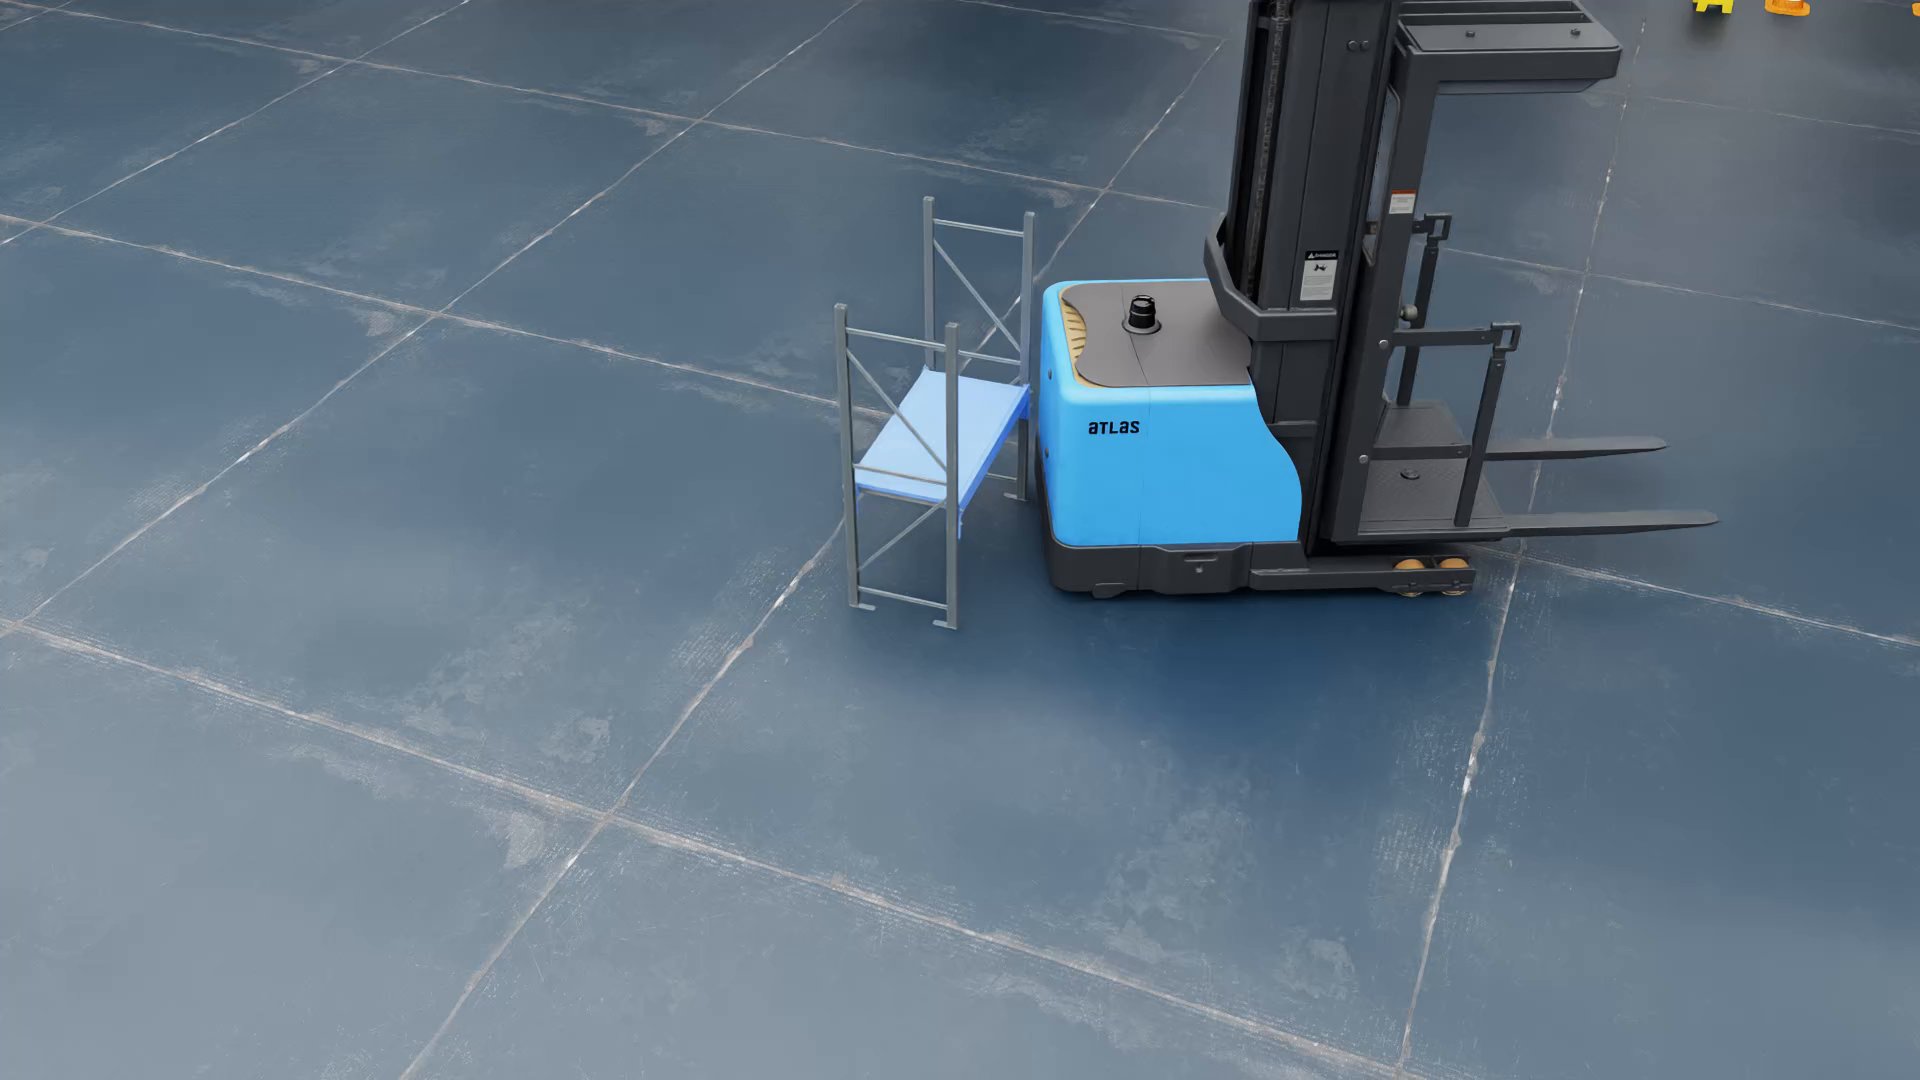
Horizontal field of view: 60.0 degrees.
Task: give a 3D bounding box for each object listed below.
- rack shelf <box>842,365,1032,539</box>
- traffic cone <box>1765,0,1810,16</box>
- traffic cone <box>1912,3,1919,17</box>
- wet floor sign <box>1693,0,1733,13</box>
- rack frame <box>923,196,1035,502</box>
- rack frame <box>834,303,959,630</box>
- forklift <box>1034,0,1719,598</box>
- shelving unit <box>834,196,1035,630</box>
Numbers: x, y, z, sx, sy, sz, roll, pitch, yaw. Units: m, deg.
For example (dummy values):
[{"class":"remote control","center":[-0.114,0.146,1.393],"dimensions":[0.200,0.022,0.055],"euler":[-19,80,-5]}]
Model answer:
[{"class":"rack shelf","center":[-0.083,-0.409,7.345],"dimensions":[0.538,0.185,1.000],"euler":[12,38,15]},{"class":"traffic cone","center":[6.737,-4.518,13.408],"dimensions":[0.336,0.463,0.334],"euler":[14,39,18]},{"class":"traffic cone","center":[7.893,-4.454,13.322],"dimensions":[0.336,0.463,0.334],"euler":[14,39,18]},{"class":"wet floor sign","center":[6.127,-4.599,13.364],"dimensions":[0.267,0.644,0.232],"euler":[7,37,10]},{"class":"rack frame","center":[0.081,-0.841,7.622],"dimensions":[0.500,1.500,0.032],"euler":[12,38,15]},{"class":"rack frame","center":[-0.247,-0.265,6.852],"dimensions":[0.500,1.500,0.032],"euler":[12,38,15]},{"class":"forklift","center":[1.894,-1.239,6.960],"dimensions":[3.031,2.935,1.130],"euler":[-2,37,-2]},{"class":"shelving unit","center":[-0.083,-0.553,7.237],"dimensions":[0.538,1.500,1.048],"euler":[12,38,15]}]
